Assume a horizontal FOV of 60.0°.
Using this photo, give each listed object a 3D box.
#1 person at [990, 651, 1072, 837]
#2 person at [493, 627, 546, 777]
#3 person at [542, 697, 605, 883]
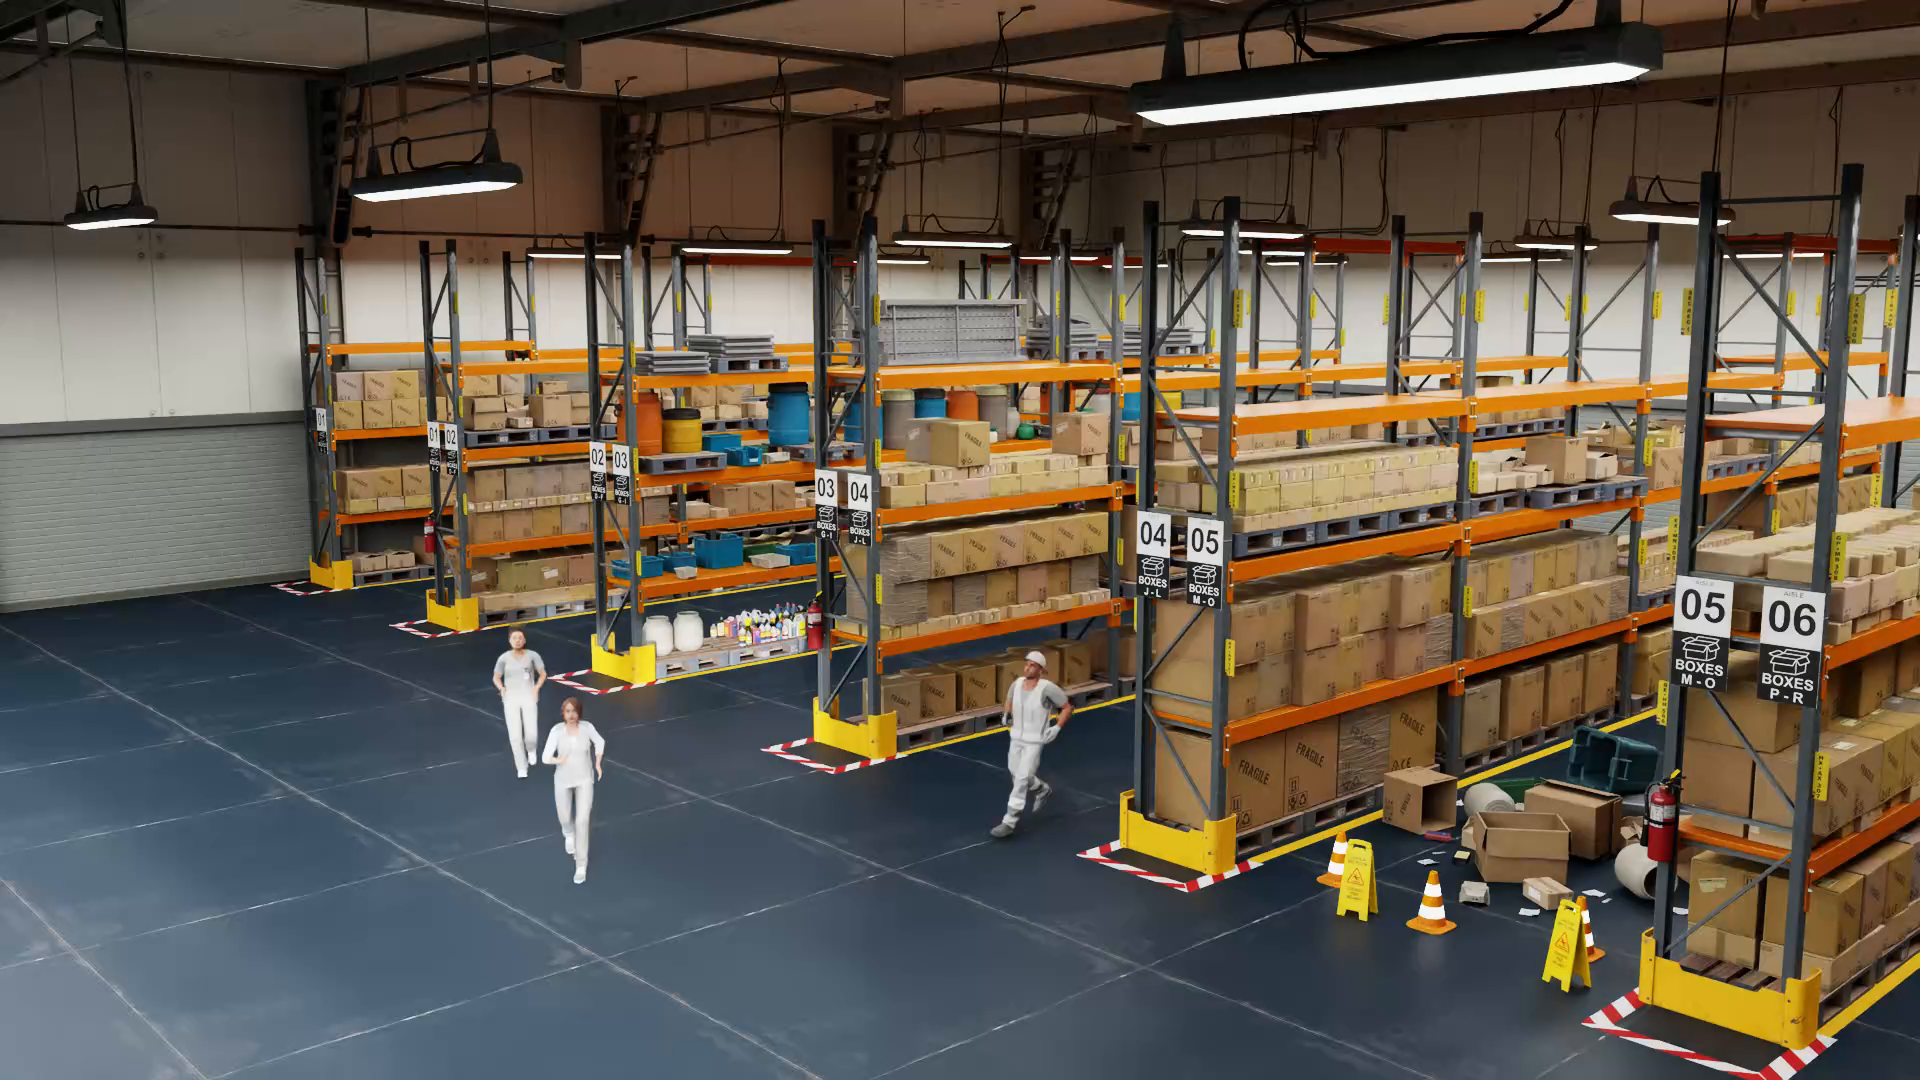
[{"bbox_3d":[0.653,1.947,16.085,0.714,1.745,0.990,6,10,35],"label":"person"},{"bbox_3d":[-4.748,1.743,17.950,0.561,1.621,0.584,-2,9,-12],"label":"person"},{"bbox_3d":[-3.460,2.191,14.924,0.539,1.571,0.894,-1,9,-10],"label":"person"}]
